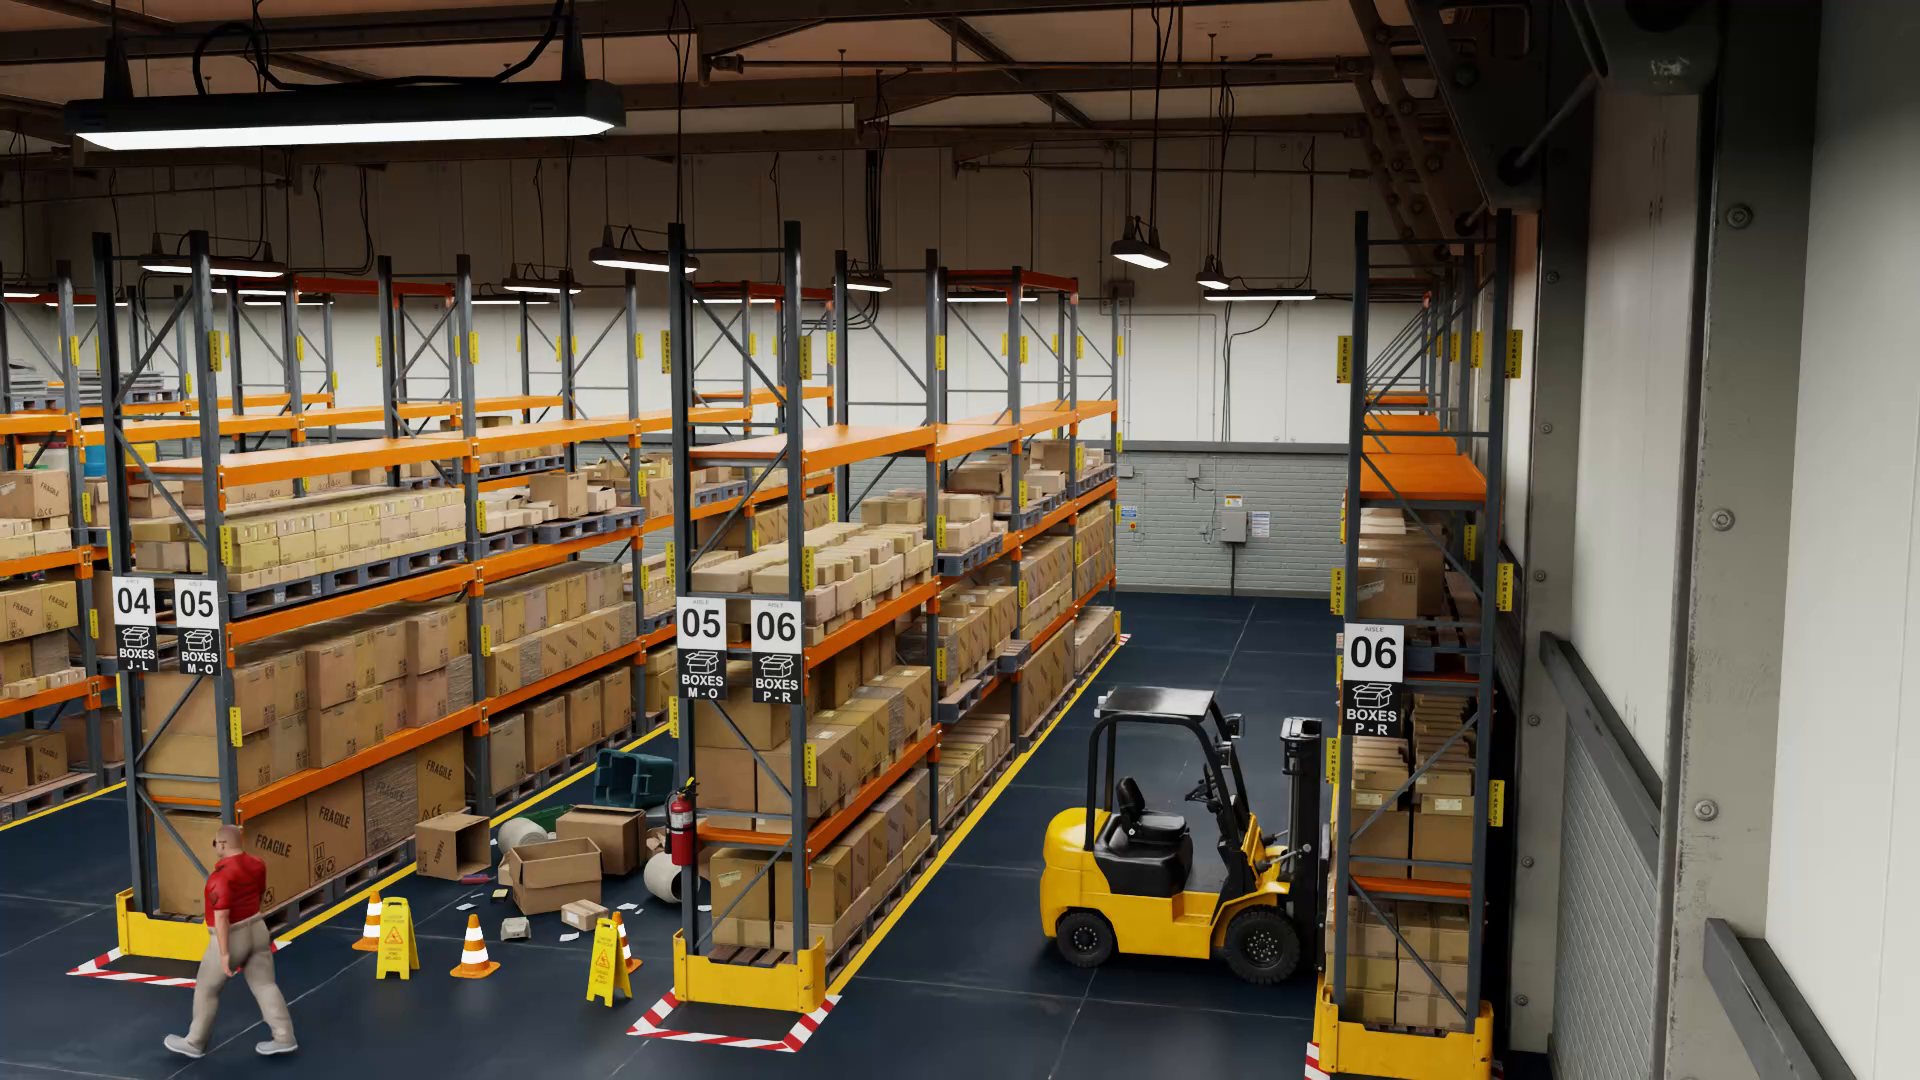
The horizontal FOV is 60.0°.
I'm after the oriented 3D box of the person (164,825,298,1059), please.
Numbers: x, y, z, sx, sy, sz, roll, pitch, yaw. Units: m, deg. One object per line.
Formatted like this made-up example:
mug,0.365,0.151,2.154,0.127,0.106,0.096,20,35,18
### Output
person,-5.245,2.874,11.960,0.908,1.691,0.550,3,8,24
